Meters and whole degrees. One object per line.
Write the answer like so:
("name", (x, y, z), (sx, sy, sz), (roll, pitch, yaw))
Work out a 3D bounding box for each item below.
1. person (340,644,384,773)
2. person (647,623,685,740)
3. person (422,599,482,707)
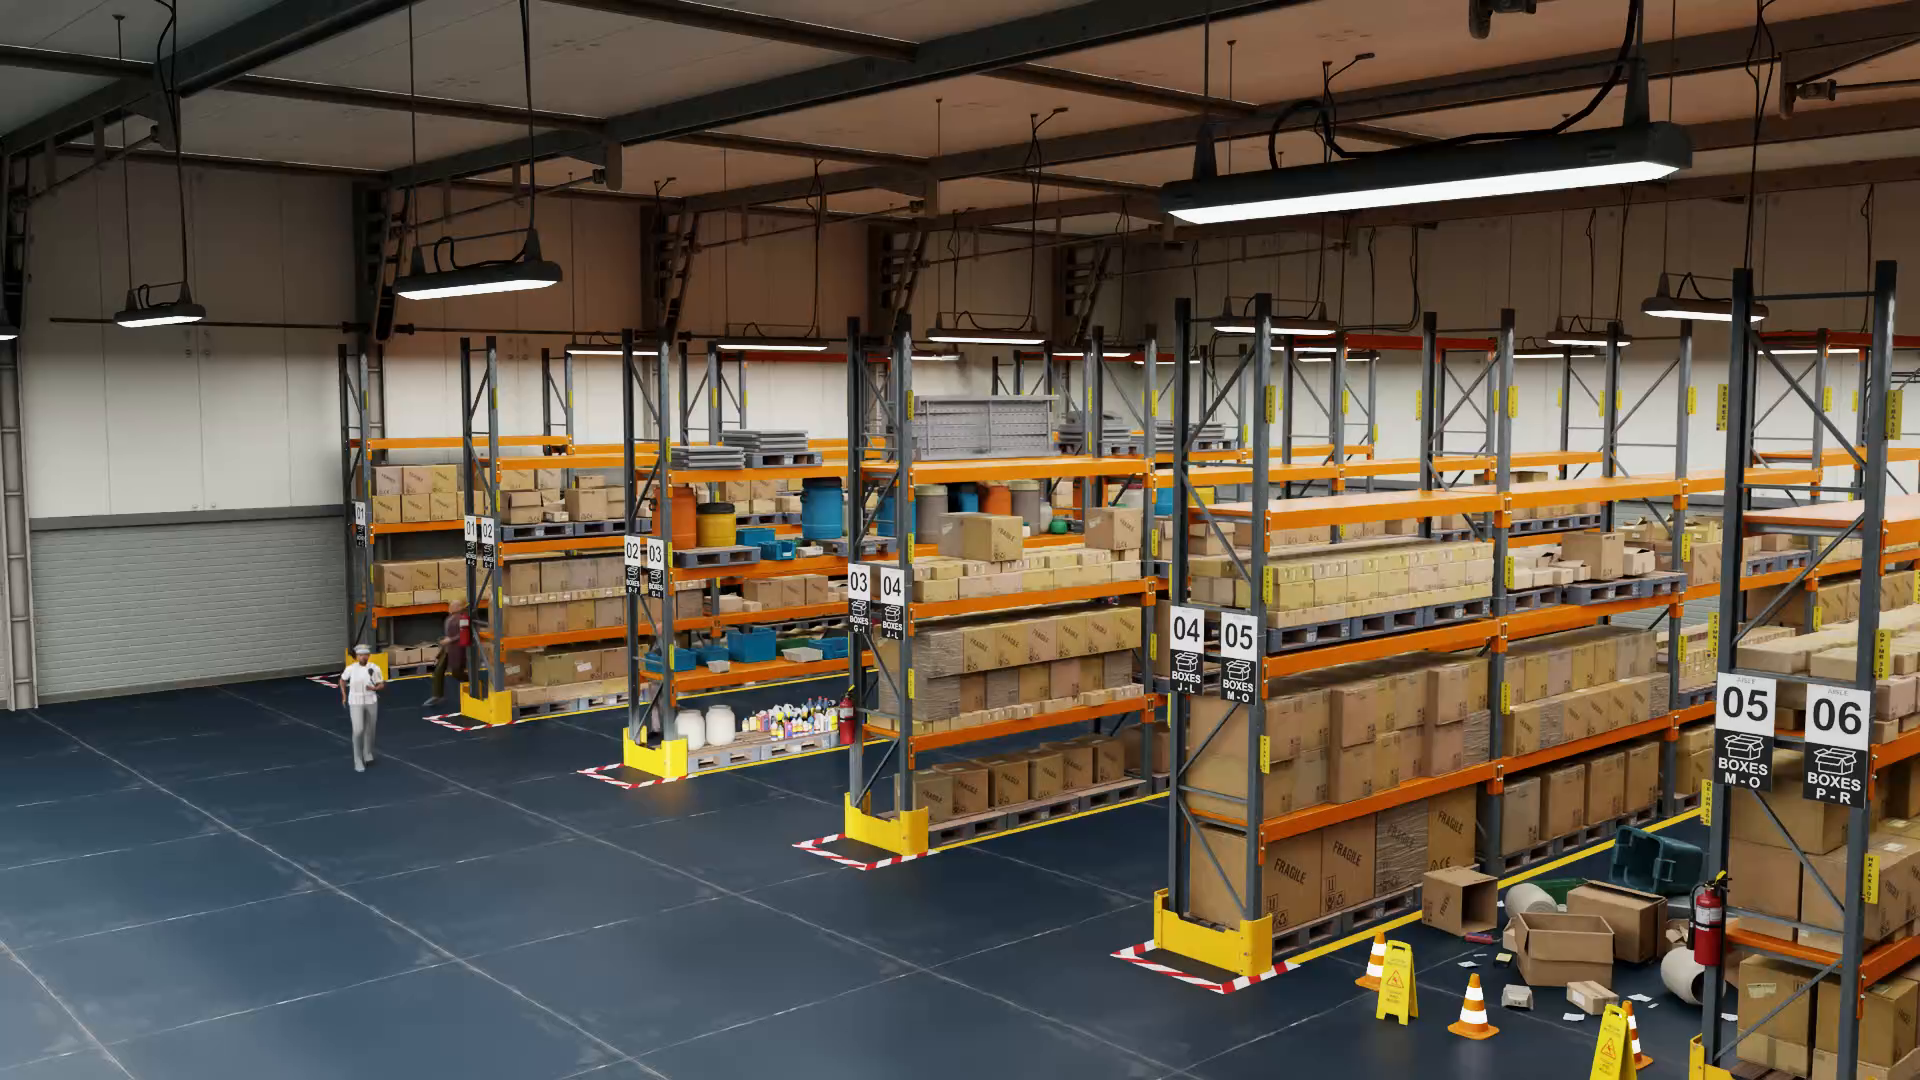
("person", (-8.171, 2.289, 22.773), (0.543, 1.758, 0.753), (-3, 6, -26))
("person", (-4.421, 2.096, 24.884), (0.656, 1.722, 0.800), (4, 7, 40))
("person", (-8.288, 1.838, 27.396), (0.740, 1.760, 1.020), (4, 7, 40))
